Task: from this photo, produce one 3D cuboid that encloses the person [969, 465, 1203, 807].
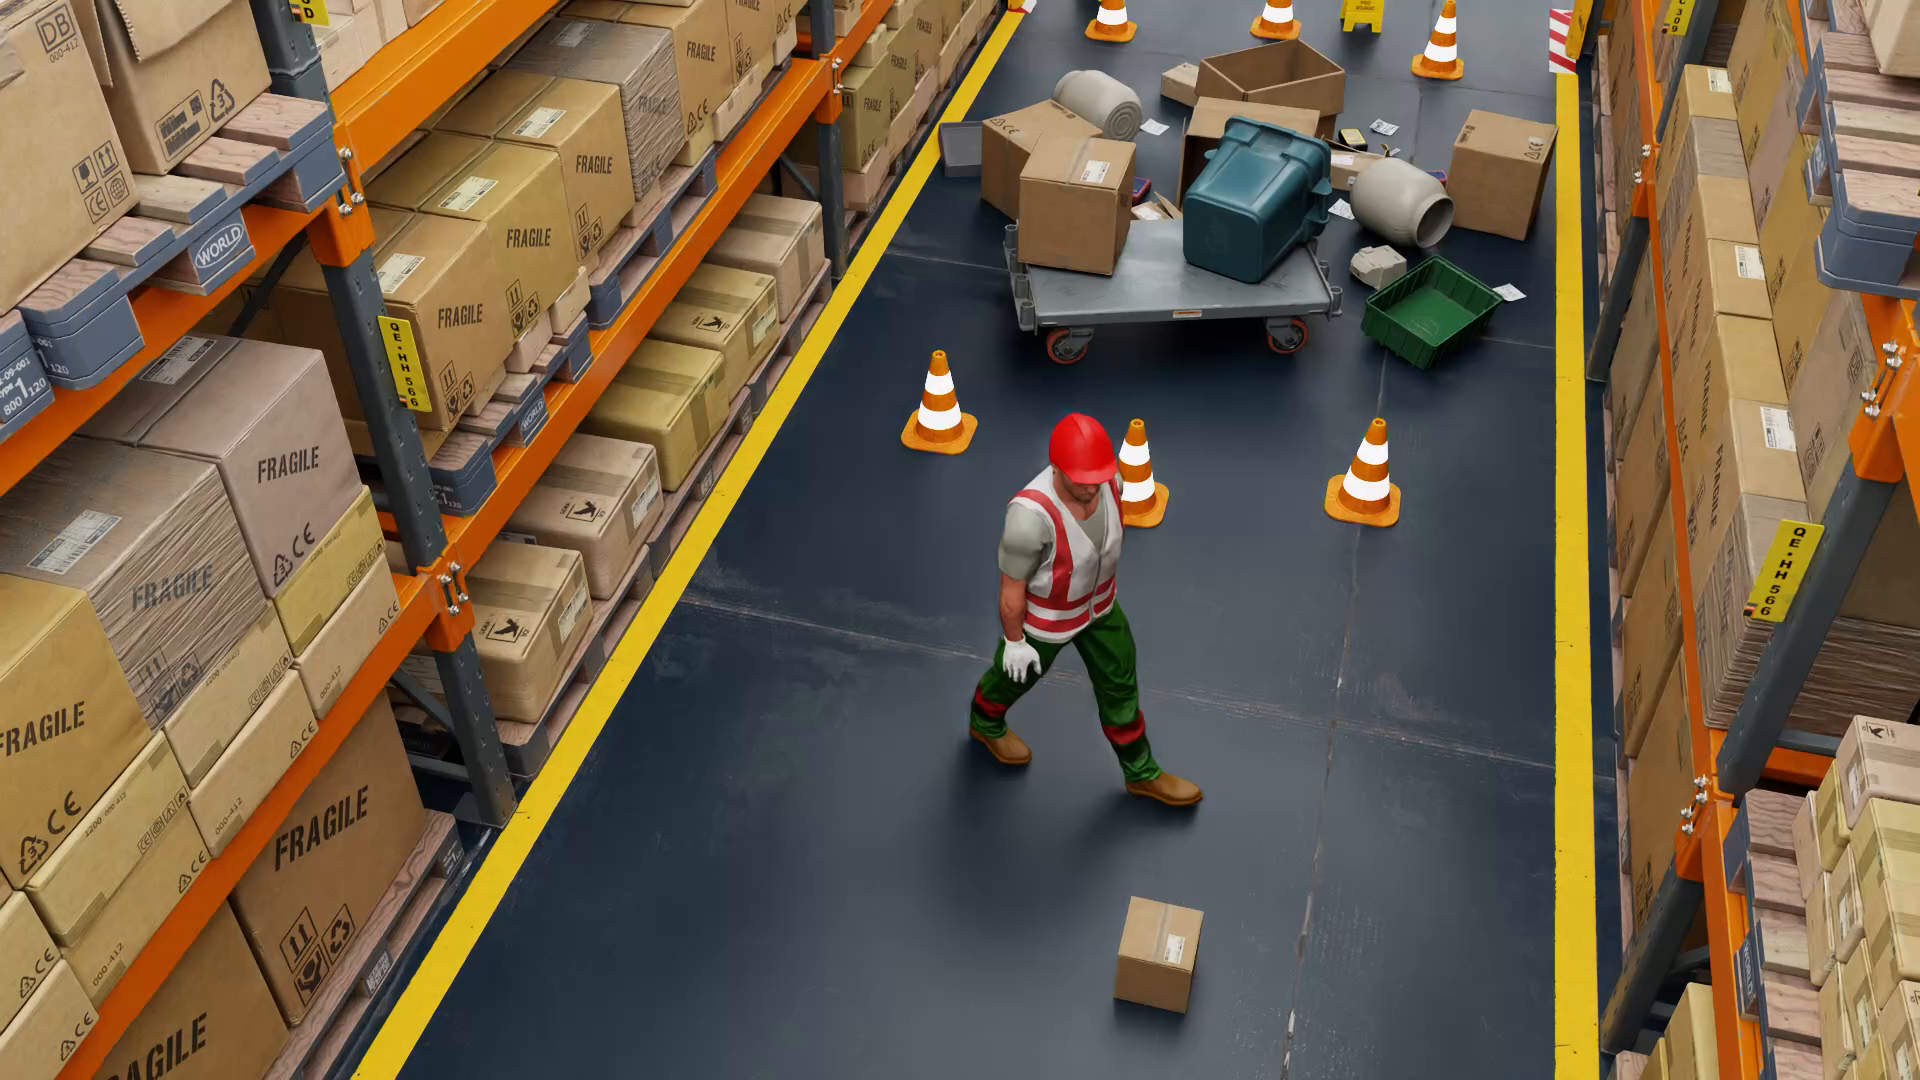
[{"bbox_3d":[0.413,0.346,5.903,0.616,1.512,0.889,-30,49,-30],"label":"person"}]
